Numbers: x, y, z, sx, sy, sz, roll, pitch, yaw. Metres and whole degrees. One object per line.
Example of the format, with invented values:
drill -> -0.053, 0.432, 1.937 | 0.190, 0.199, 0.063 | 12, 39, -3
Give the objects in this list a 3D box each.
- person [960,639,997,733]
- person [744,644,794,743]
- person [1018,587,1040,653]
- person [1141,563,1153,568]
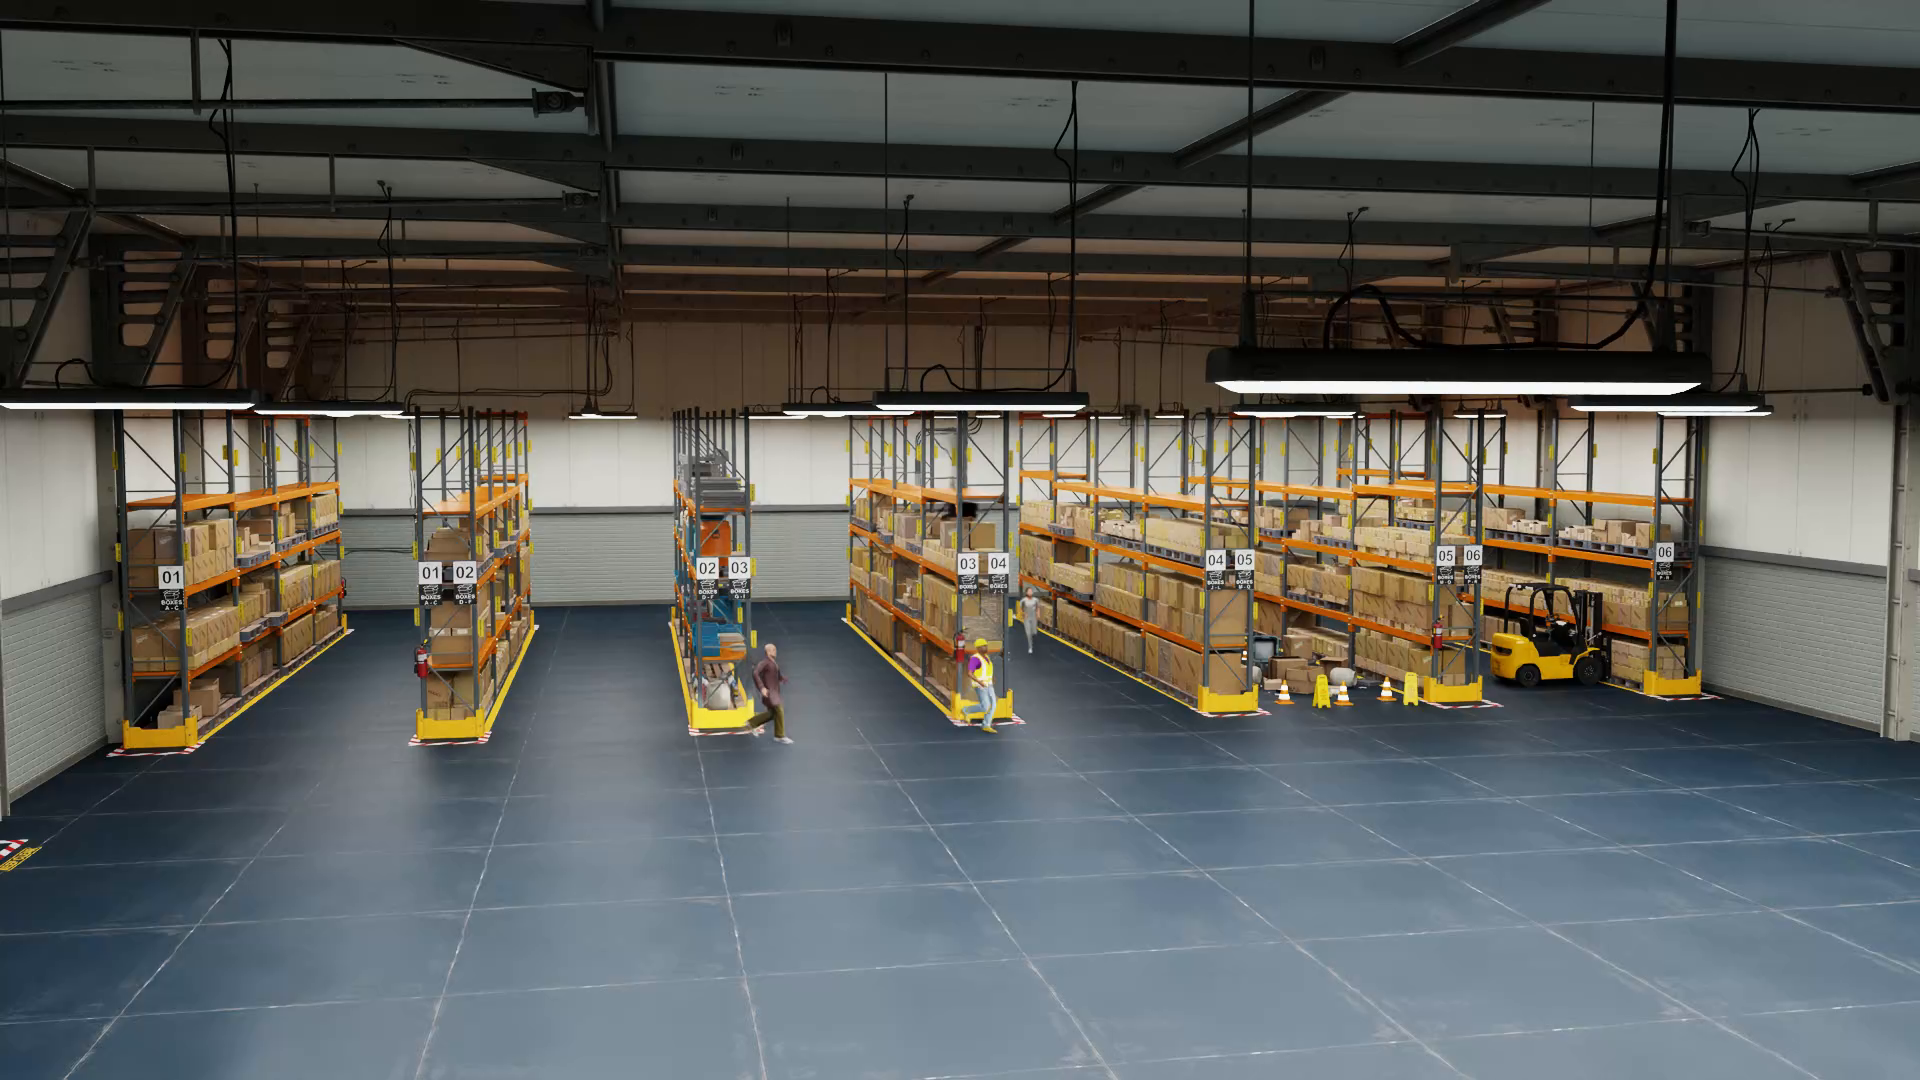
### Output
person -> 0.376, 2.684, 30.732 | 0.720, 1.738, 0.700 | 2, 5, 29
person -> -3.420, 2.747, 29.706 | 0.917, 1.795, 0.746 | 1, 4, 9
person -> 1.734, 1.980, 41.349 | 0.565, 1.630, 0.572 | 0, 4, -7
person -> 5.829, 1.209, 51.810 | 0.735, 1.721, 0.545 | -3, 5, -32
